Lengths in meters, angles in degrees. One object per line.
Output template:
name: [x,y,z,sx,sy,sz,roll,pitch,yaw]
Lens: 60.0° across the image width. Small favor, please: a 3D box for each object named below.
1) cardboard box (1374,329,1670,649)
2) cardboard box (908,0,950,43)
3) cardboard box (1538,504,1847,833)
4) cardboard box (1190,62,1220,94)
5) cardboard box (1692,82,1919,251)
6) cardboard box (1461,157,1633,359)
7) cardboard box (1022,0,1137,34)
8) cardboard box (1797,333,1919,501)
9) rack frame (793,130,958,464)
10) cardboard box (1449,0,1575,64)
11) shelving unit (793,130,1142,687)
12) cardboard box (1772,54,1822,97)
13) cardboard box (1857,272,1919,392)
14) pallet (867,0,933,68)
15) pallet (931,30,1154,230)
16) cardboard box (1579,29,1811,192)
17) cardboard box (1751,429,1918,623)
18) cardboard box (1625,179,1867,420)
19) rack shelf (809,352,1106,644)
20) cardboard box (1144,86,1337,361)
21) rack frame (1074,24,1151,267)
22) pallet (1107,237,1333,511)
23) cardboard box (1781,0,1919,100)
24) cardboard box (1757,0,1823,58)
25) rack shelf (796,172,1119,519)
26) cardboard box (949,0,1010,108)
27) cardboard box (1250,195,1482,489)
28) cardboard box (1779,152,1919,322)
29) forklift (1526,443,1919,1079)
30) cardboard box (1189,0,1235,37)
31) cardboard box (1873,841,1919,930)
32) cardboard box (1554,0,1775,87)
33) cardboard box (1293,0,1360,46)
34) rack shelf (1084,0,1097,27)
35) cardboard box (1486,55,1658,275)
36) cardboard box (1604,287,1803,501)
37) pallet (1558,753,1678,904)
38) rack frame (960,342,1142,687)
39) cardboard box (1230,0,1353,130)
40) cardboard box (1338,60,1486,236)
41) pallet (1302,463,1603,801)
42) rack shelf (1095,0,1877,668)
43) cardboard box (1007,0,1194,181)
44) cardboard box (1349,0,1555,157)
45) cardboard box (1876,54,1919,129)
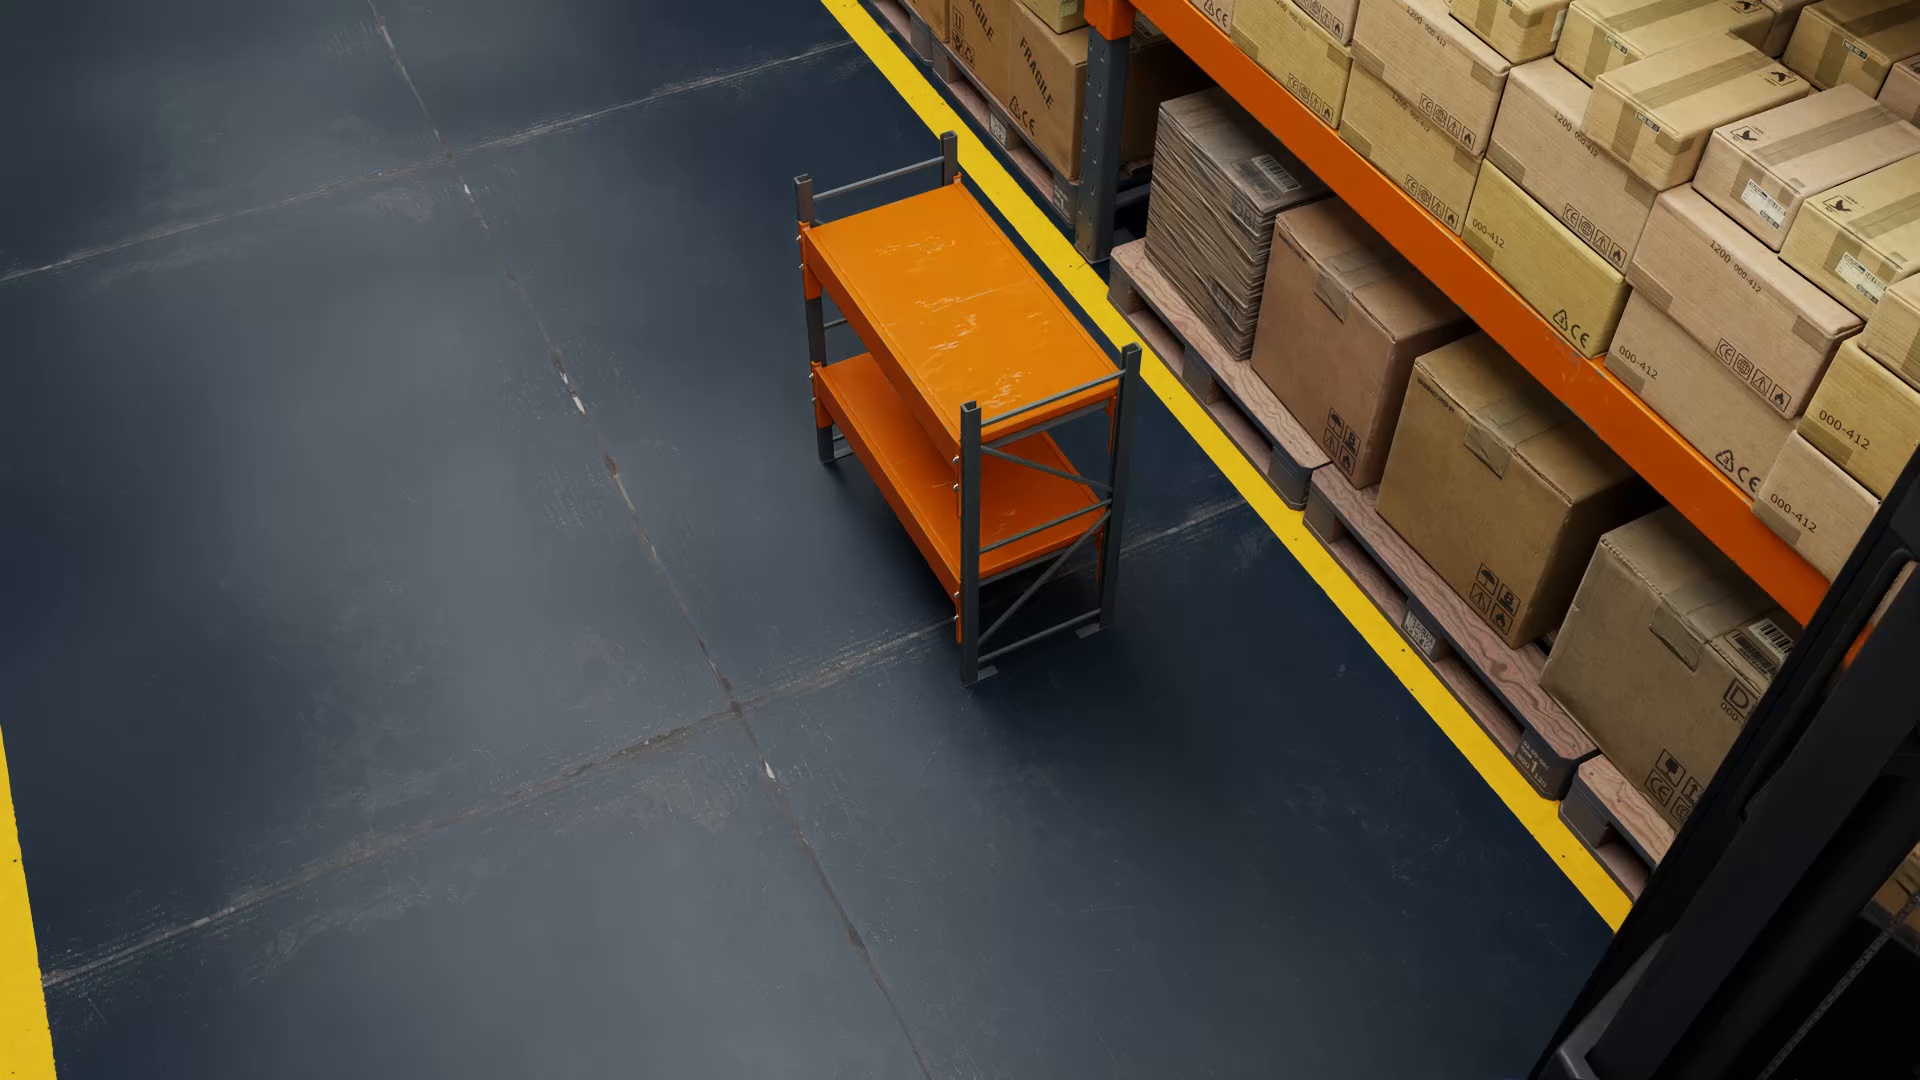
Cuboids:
cardboard box: [1.785,-0.257,4.781,0.875,0.625,0.625,-23,53,-19]
cardboard box: [0.052,-2.420,6.756,0.500,0.500,0.500,-19,52,-16]
cardboard box: [2.131,0.245,4.341,0.875,0.625,0.625,-22,52,-18]
cardboard box: [0.954,-1.902,6.302,0.500,0.500,0.500,-19,52,-16]
cardboard box: [1.764,-0.775,3.437,0.380,0.149,0.250,-21,52,-17]
cardboard box: [1.587,-0.749,4.012,0.500,0.250,0.500,-20,52,-16]
cardboard box: [0.447,-1.980,5.940,0.380,0.149,0.250,-24,53,-19]
cardboard box: [2.035,-0.229,3.225,0.500,0.250,0.500,-22,53,-18]
rack frame: [-0.236,-0.715,5.128,0.500,1.125,0.032,-21,52,-18]
cardboard box: [1.382,-1.280,3.879,0.380,0.149,0.250,-20,52,-17]
shelving unit: [-0.003,-0.375,4.831,0.538,1.125,1.048,-21,52,-18]
cardboard box: [2.036,-1.101,3.988,0.500,0.250,0.500,-22,52,-18]
cardboard box: [1.937,-0.408,3.117,0.380,0.149,0.250,-23,53,-19]
pallet: [0.036,-2.618,7.400,1.003,0.211,1.213,-21,52,-18]
pallet: [0.590,-1.803,6.687,1.003,0.211,1.213,-21,52,-18]
cardboard box: [1.573,-0.925,3.569,0.380,0.149,0.250,-22,53,-18]
cardboard box: [2.030,-0.063,3.412,0.500,0.250,0.500,-21,52,-18]
cardboard box: [1.806,-0.573,3.526,0.500,0.250,0.500,-20,52,-17]
rack shelf: [-0.003,-0.214,5.015,0.538,0.278,1.000,-21,52,-18]
cardboard box: [1.171,-1.142,5.555,0.875,0.625,0.625,-20,52,-16]
rack frame: [0.898,-2.208,5.188,1.000,3.000,0.127,-21,52,-18]
pallet: [1.240,-0.726,5.744,1.003,0.211,1.213,-21,52,-18]
cardboard box: [2.102,-1.123,3.742,0.380,0.149,0.250,-21,52,-17]
cardboard box: [1.946,-1.286,3.884,0.380,0.149,0.250,-20,52,-17]
rack shelf: [-0.003,-0.568,4.610,0.538,0.278,1.000,-21,52,-18]
cardboard box: [0.294,-2.071,6.450,0.500,0.500,0.500,-22,52,-18]
cardboard box: [1.477,-0.708,5.175,0.875,0.625,0.625,-20,52,-16]
cardboard box: [1.873,-0.605,3.289,0.380,0.149,0.250,-22,52,-18]
forklift: [1.809,0.668,2.718,3.031,2.935,1.130,-34,57,-26]
cardboard box: [0.884,-1.778,4.912,0.500,0.250,0.500,-21,52,-17]
cardboard box: [2.480,0.767,3.885,0.875,0.625,0.625,-19,52,-16]
cardboard box: [1.587,-1.139,3.756,0.380,0.149,0.250,-21,52,-18]
cardboard box: [1.112,-1.607,4.430,0.500,0.250,0.500,-20,52,-16]
rack shelf: [-0.017,-3.310,6.630,1.077,0.370,4.000,-21,52,-18]
cardboard box: [1.592,-0.917,3.827,0.500,0.250,0.500,-20,52,-17]
cardboard box: [1.830,-0.406,3.712,0.500,0.250,0.500,-21,52,-17]
pallet: [2.357,0.907,4.316,1.003,0.211,1.213,-21,52,-18]
rack frame: [0.230,-0.035,4.533,0.500,1.125,0.032,-21,52,-18]
cardboard box: [1.109,-1.439,4.616,0.500,0.250,0.500,-22,52,-18]
cardboard box: [1.351,-1.097,4.316,0.500,0.250,0.500,-23,53,-19]
pallet: [1.794,0.090,5.031,1.003,0.211,1.213,-21,52,-18]
rack shelf: [1.813,-0.633,4.289,1.077,0.370,4.000,-21,52,-18]
cardboard box: [0.513,-1.732,6.154,0.500,0.500,0.500,-20,52,-16]
cardboard box: [1.335,-1.250,4.118,0.500,0.250,0.500,-22,53,-18]
cardboard box: [2.222,-0.958,3.598,0.380,0.149,0.250,-22,52,-18]
